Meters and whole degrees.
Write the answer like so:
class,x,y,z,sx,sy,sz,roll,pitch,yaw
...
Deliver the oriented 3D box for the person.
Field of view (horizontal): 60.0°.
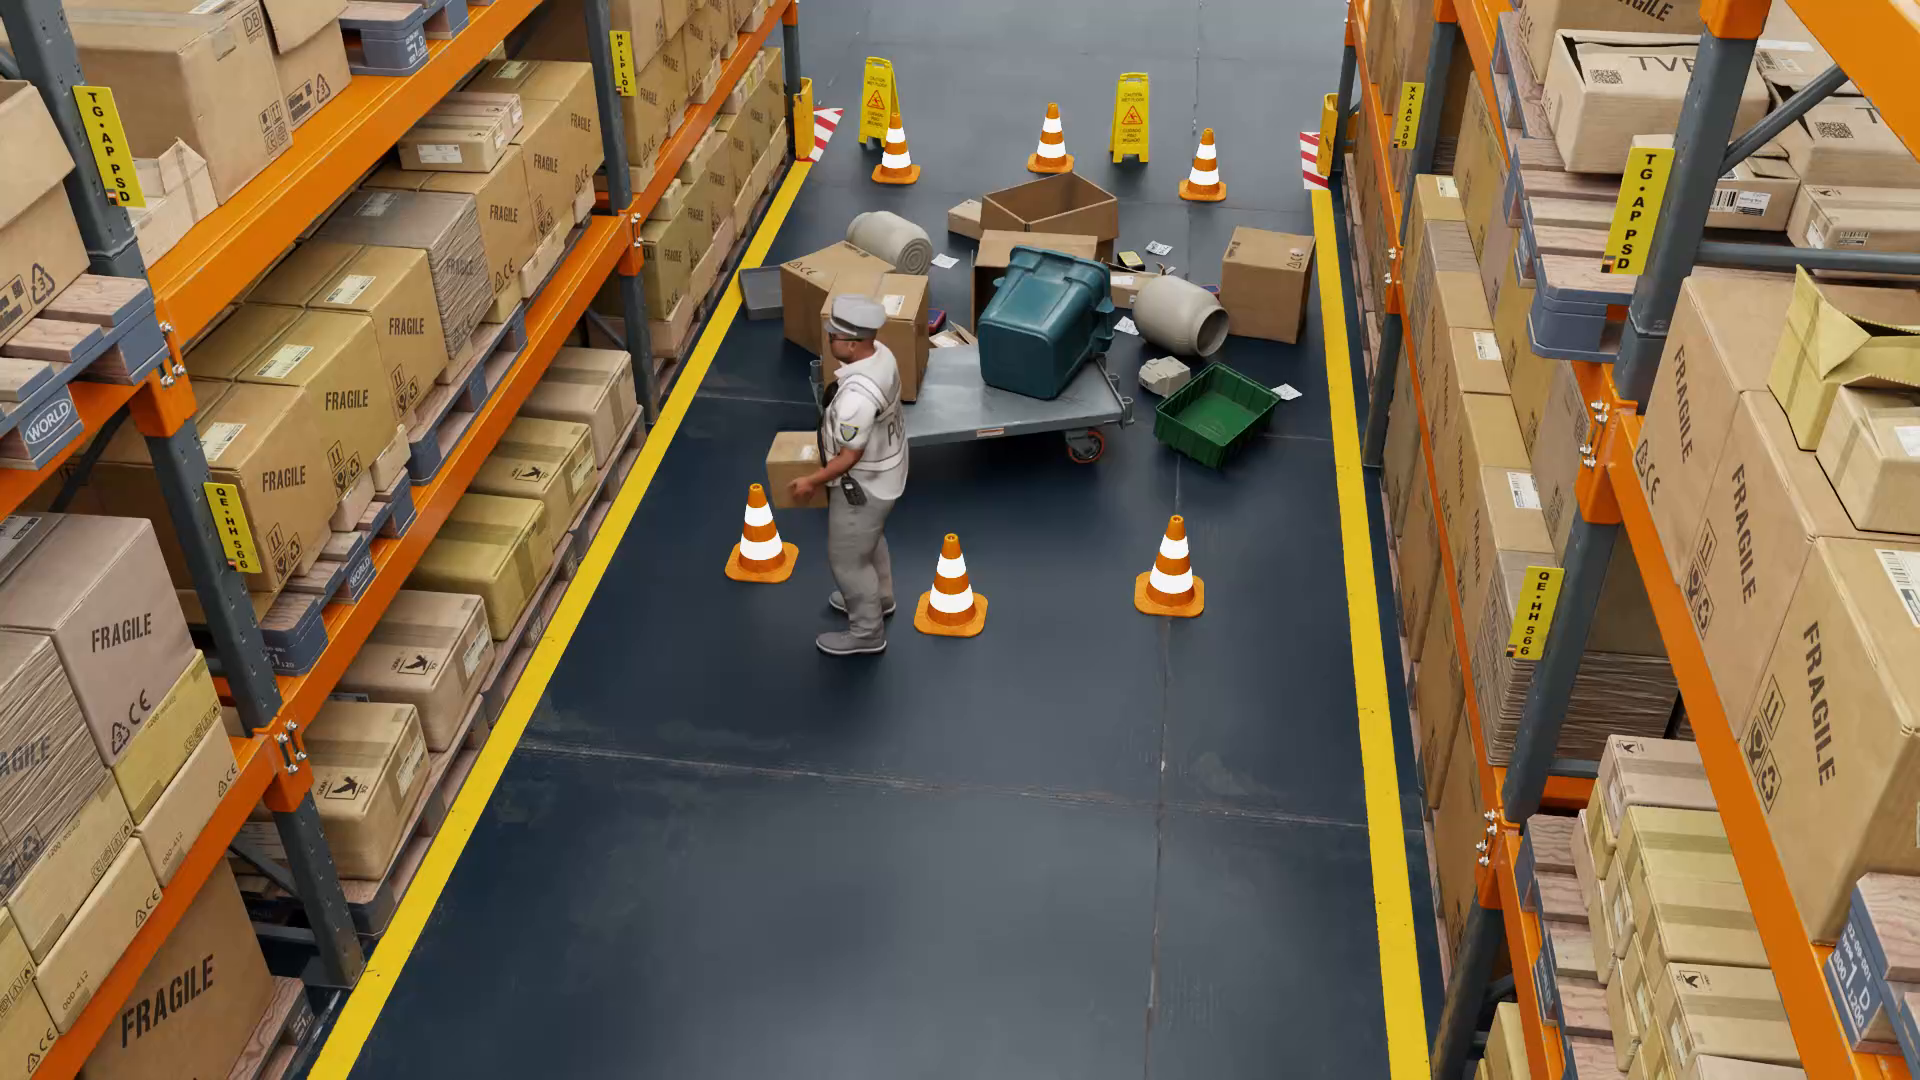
class,x,y,z,sx,sy,sz,roll,pitch,yaw
person,-0.494,-0.287,7.410,0.512,1.772,0.530,4,36,5
